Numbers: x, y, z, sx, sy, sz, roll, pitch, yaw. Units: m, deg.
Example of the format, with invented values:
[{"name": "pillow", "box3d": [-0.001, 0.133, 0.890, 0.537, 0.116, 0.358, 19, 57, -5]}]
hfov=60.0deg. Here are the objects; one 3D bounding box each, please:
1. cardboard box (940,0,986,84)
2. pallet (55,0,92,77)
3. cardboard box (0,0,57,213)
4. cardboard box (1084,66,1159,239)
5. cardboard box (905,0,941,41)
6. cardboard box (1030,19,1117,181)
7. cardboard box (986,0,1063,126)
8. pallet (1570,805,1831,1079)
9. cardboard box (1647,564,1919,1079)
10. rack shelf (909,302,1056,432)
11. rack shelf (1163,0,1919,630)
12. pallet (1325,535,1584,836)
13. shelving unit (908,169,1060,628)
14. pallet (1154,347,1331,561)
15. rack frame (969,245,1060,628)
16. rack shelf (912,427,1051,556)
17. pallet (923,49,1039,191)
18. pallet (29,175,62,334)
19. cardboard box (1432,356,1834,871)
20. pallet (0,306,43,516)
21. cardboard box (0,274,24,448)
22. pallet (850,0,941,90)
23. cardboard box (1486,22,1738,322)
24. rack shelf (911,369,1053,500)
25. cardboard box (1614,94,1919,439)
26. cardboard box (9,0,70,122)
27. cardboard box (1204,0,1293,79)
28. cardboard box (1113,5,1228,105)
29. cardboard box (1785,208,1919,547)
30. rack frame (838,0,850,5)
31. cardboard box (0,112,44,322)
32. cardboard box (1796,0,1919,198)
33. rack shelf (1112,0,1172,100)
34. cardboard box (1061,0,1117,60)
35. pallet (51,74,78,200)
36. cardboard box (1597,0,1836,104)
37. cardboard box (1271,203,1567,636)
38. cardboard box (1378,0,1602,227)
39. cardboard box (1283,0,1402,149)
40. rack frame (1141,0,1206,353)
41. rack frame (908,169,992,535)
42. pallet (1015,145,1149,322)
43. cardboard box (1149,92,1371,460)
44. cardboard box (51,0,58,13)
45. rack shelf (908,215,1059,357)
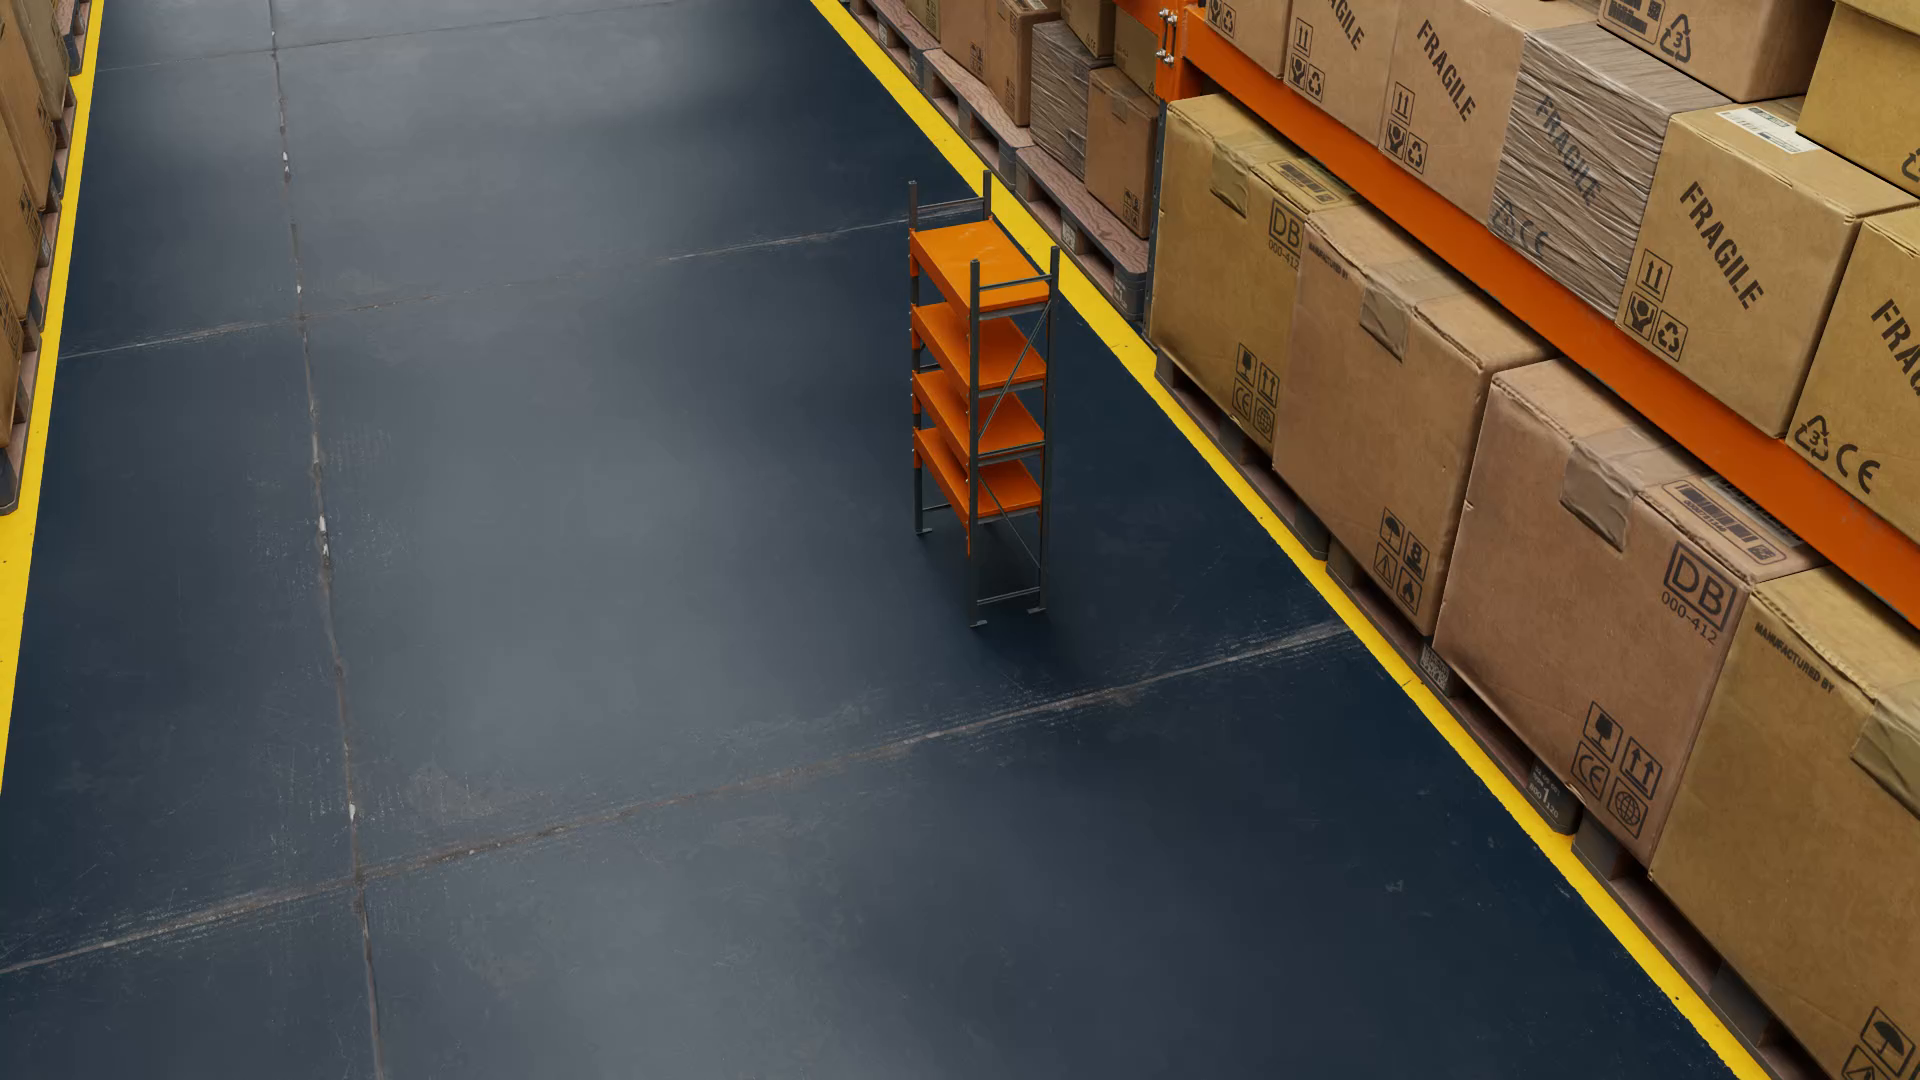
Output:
[{"name": "cardboard box", "box3d": [0.327, -2.525, 7.822, 0.700, 0.500, 0.500, -16, 40, -20]}, {"name": "pallet", "box3d": [-5.083, -2.651, 8.594, 1.003, 0.211, 1.213, -12, 39, -16]}, {"name": "cardboard box", "box3d": [-4.269, -1.710, 6.548, 1.050, 0.750, 0.750, -12, 39, -16]}, {"name": "cardboard box", "box3d": [0.924, -1.581, 6.567, 0.700, 0.500, 0.500, -14, 39, -18]}, {"name": "cardboard box", "box3d": [0.134, -2.841, 8.241, 0.700, 0.500, 0.500, -13, 39, -16]}, {"name": "cardboard box", "box3d": [0.721, -1.891, 6.980, 0.700, 0.500, 0.500, -16, 40, -20]}, {"name": "cardboard box", "box3d": [0.519, -2.210, 7.403, 0.700, 0.500, 0.500, -9, 38, -12]}, {"name": "pallet", "box3d": [2.213, 0.924, 3.848, 1.003, 0.211, 1.213, -12, 39, -16]}, {"name": "cardboard box", "box3d": [2.311, 0.554, 3.438, 1.225, 0.875, 0.875, -12, 39, -16]}, {"name": "rack shelf", "box3d": [0.057, -0.511, 4.671, 0.258, 0.148, 0.480, -12, 39, -16]}, {"name": "rack shelf", "box3d": [1.861, -0.612, 4.167, 1.077, 0.370, 4.000, -12, 39, -16]}, {"name": "pallet", "box3d": [1.790, 0.234, 4.764, 1.003, 0.211, 1.213, -12, 39, -16]}, {"name": "shelving unit", "box3d": [0.057, -0.386, 4.765, 0.258, 1.200, 0.503, -12, 39, -16]}, {"name": "pallet", "box3d": [1.374, -0.454, 5.678, 1.003, 0.211, 1.213, -12, 39, -16]}, {"name": "rack frame", "box3d": [0.141, -0.248, 4.582, 0.240, 1.200, 0.015, -12, 39, -16]}, {"name": "rack shelf", "box3d": [0.057, -0.173, 4.925, 0.258, 0.148, 0.480, -12, 39, -16]}, {"name": "pallet", "box3d": [0.490, -2.045, 7.790, 1.003, 0.211, 1.213, -12, 39, -16]}, {"name": "pallet", "box3d": [-4.135, -1.095, 6.528, 1.003, 0.211, 1.213, -12, 39, -16]}, {"name": "cardboard box", "box3d": [2.002, 0.049, 4.108, 1.225, 0.875, 0.875, -14, 39, -18]}, {"name": "pallet", "box3d": [-3.719, -0.406, 5.614, 1.003, 0.211, 1.213, -12, 39, -16]}, {"name": "cardboard box", "box3d": [-3.644, -0.691, 5.195, 1.050, 0.750, 0.750, -13, 39, -17]}, {"name": "pallet", "box3d": [0.066, -2.735, 8.706, 1.003, 0.211, 1.213, -12, 39, -16]}, {"name": "cardboard box", "box3d": [1.614, -0.876, 3.836, 0.500, 0.500, 0.500, -12, 39, -16]}, {"name": "rack shelf", "box3d": [0.057, -0.332, 4.805, 0.258, 0.148, 0.480, -12, 39, -16]}, {"name": "cardboard box", "box3d": [1.782, -0.592, 3.459, 0.500, 0.500, 0.500, -13, 39, -16]}, {"name": "cardboard box", "box3d": [-4.597, -2.256, 7.273, 1.050, 0.750, 0.750, -13, 39, -16]}, {"name": "cardboard box", "box3d": [1.085, -1.738, 4.981, 0.500, 0.500, 0.500, -11, 38, -15]}, {"name": "cardboard box", "box3d": [0.914, -1.878, 6.339, 0.500, 0.250, 0.500, -11, 38, -14]}, {"name": "cardboard box", "box3d": [1.968, -0.298, 3.069, 0.500, 0.500, 0.500, -11, 38, -15]}, {"name": "rack frame", "box3d": [-0.203, -4.289, 8.451, 1.000, 3.000, 0.127, -12, 39, -16]}, {"name": "cardboard box", "box3d": [-3.948, -1.184, 5.850, 1.050, 0.750, 0.750, -12, 39, -15]}, {"name": "cardboard box", "box3d": [2.097, -0.959, 3.114, 0.797, 0.503, 0.637, -12, 39, -15]}, {"name": "rack shelf", "box3d": [0.485, -2.872, 7.167, 1.077, 0.370, 4.000, -12, 39, -16]}, {"name": "cardboard box", "box3d": [0.722, -2.176, 6.734, 0.500, 0.250, 0.500, -8, 38, -11]}, {"name": "pallet", "box3d": [-4.559, -1.785, 7.444, 1.003, 0.211, 1.213, -12, 39, -16]}, {"name": "cardboard box", "box3d": [1.868, -1.307, 3.575, 0.797, 0.503, 0.637, -11, 38, -14]}, {"name": "cardboard box", "box3d": [1.691, -0.449, 4.770, 1.225, 0.875, 0.875, -12, 39, -16]}, {"name": "cardboard box", "box3d": [1.444, -1.159, 4.212, 0.500, 0.500, 0.500, -13, 39, -17]}, {"name": "cardboard box", "box3d": [1.265, -1.447, 4.595, 0.500, 0.500, 0.500, -13, 39, -17]}, {"name": "rack frame", "box3d": [1.173, -2.029, 5.451, 1.000, 3.000, 0.127, -12, 39, -16]}, {"name": "rack frame", "box3d": [-0.027, -0.524, 4.948, 0.240, 1.200, 0.015, -12, 39, -16]}, {"name": "pallet", "box3d": [0.906, -1.357, 6.876, 1.003, 0.211, 1.213, -12, 39, -16]}, {"name": "cardboard box", "box3d": [1.391, -0.954, 5.440, 1.225, 0.875, 0.875, -14, 39, -18]}, {"name": "cardboard box", "box3d": [-5.046, -3.008, 8.167, 0.875, 0.875, 0.875, -12, 39, -15]}, {"name": "rack shelf", "box3d": [0.057, -0.700, 4.528, 0.258, 0.148, 0.480, -12, 39, -16]}]
